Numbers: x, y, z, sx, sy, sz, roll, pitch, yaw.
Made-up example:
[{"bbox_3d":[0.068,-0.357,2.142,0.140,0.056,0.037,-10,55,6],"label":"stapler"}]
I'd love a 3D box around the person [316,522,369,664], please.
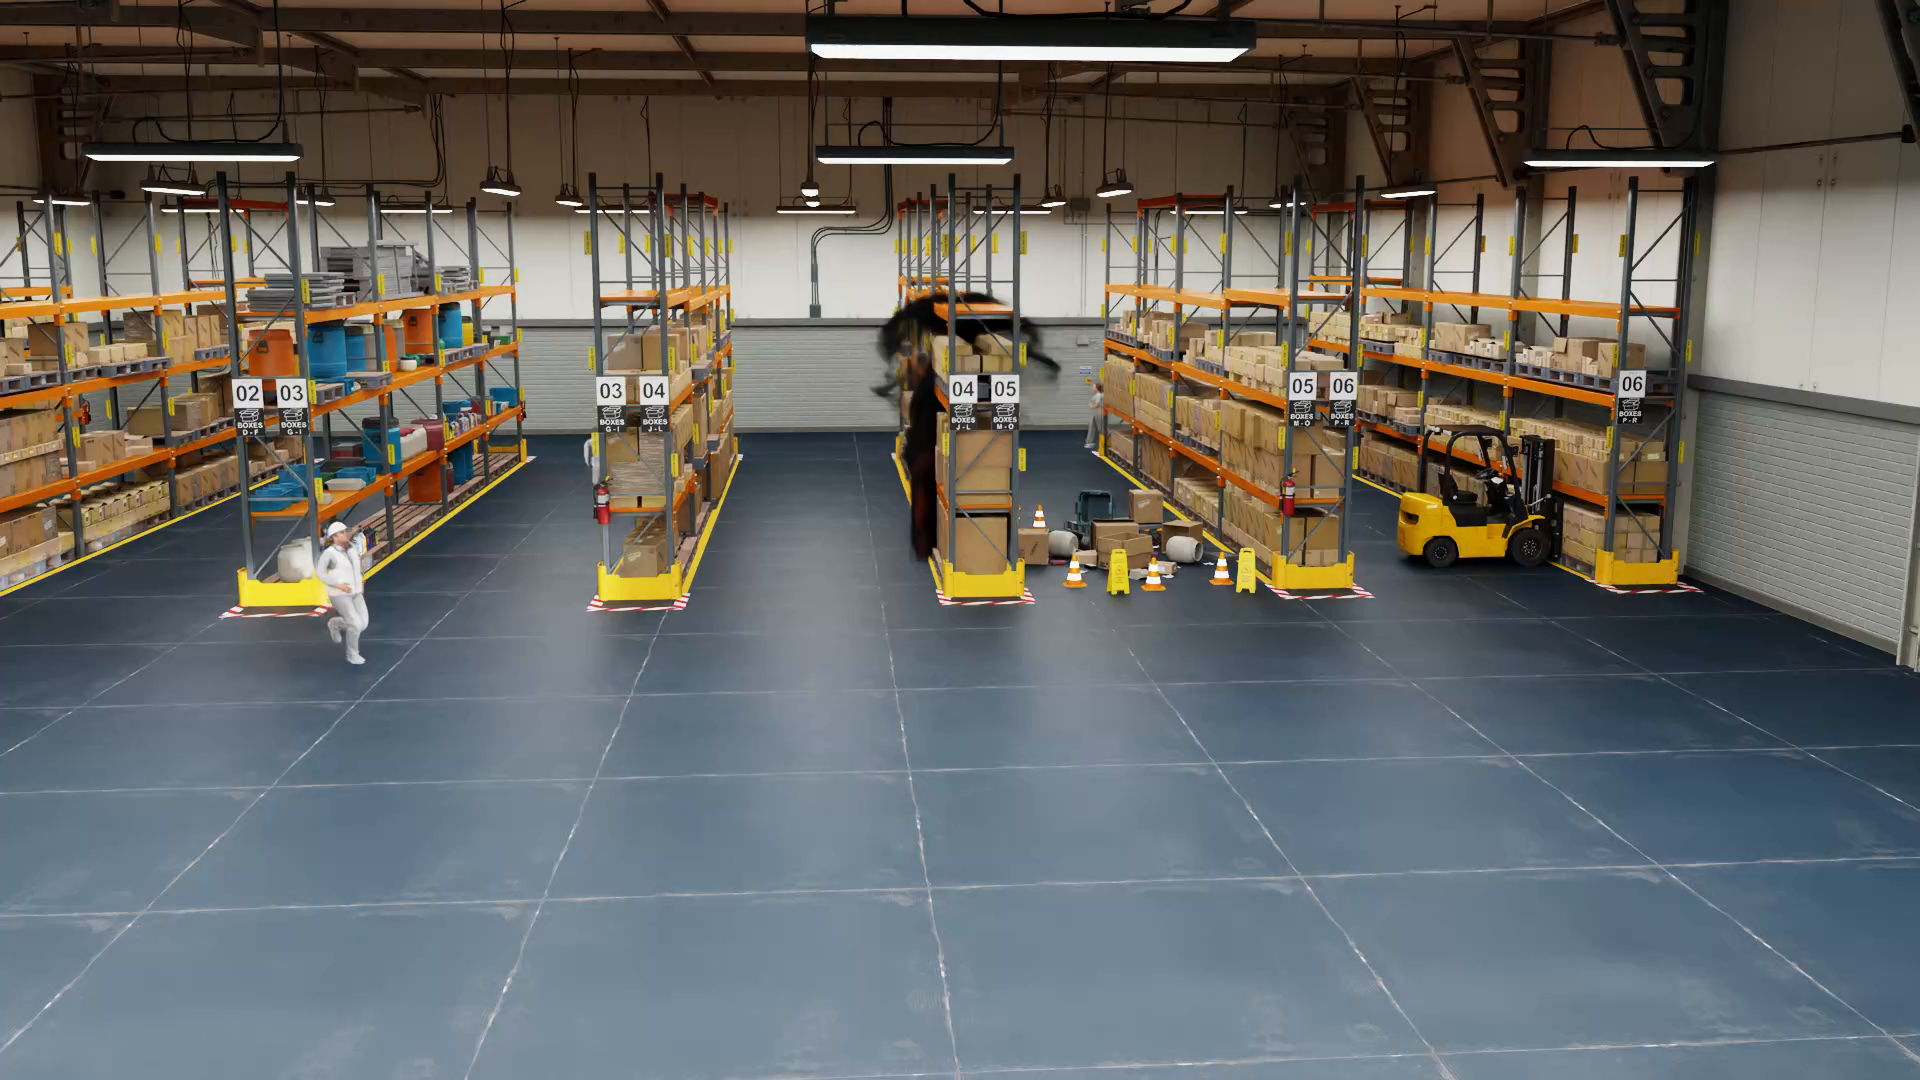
[{"bbox_3d":[-7.520,0.634,20.220,0.640,1.729,0.687,4,11,20],"label":"person"}]

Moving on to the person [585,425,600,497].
[{"bbox_3d":[-6.833,-1.365,31.630,0.638,1.681,0.800,-1,10,-4],"label":"person"}]

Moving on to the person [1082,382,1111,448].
[{"bbox_3d":[3.492,-3.093,41.535,0.881,1.692,0.580,1,10,3],"label":"person"}]
